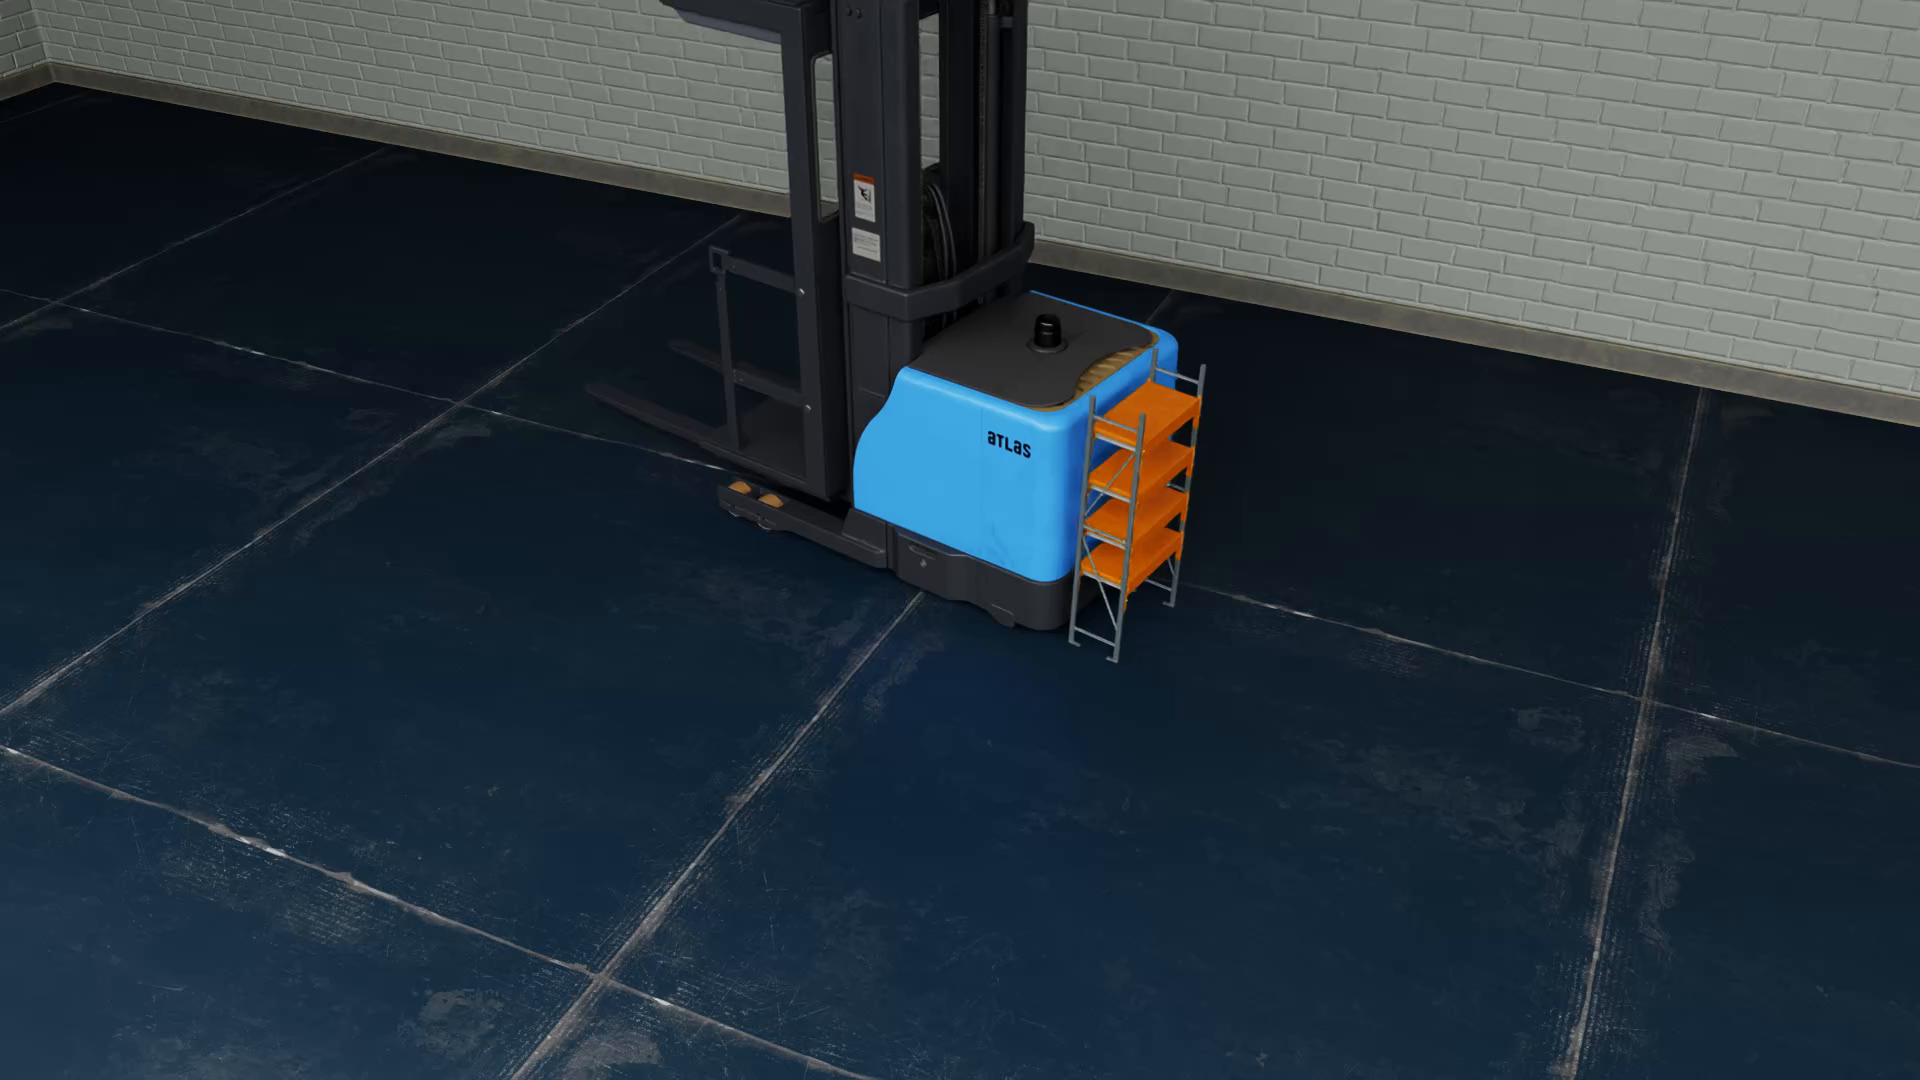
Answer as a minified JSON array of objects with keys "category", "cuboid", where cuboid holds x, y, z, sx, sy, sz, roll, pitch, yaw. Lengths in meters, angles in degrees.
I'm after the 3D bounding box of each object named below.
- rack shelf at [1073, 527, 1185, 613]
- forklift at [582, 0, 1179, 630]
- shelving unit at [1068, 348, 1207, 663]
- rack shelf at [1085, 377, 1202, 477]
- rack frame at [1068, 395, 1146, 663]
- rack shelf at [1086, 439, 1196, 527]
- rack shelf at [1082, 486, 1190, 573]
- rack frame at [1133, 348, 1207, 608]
[{"category":"rack shelf","cuboid":[0.713,0.087,6.997,0.258,0.148,0.480,23,40,27]},{"category":"forklift","cuboid":[-0.531,-1.483,7.339,3.031,2.935,1.130,22,39,30]},{"category":"shelving unit","cuboid":[0.721,-0.131,6.847,0.258,1.200,0.503,23,40,27]},{"category":"rack shelf","cuboid":[0.734,-0.455,6.624,0.258,0.148,0.480,23,40,27]},{"category":"rack frame","cuboid":[0.582,-0.022,6.679,0.240,1.200,0.015,23,40,27]},{"category":"rack shelf","cuboid":[0.727,-0.260,6.758,0.258,0.148,0.480,23,40,27]},{"category":"rack shelf","cuboid":[0.719,-0.076,6.885,0.258,0.148,0.480,23,40,27]},{"category":"rack frame","cuboid":[0.861,-0.241,7.014,0.240,1.200,0.015,23,40,27]}]
